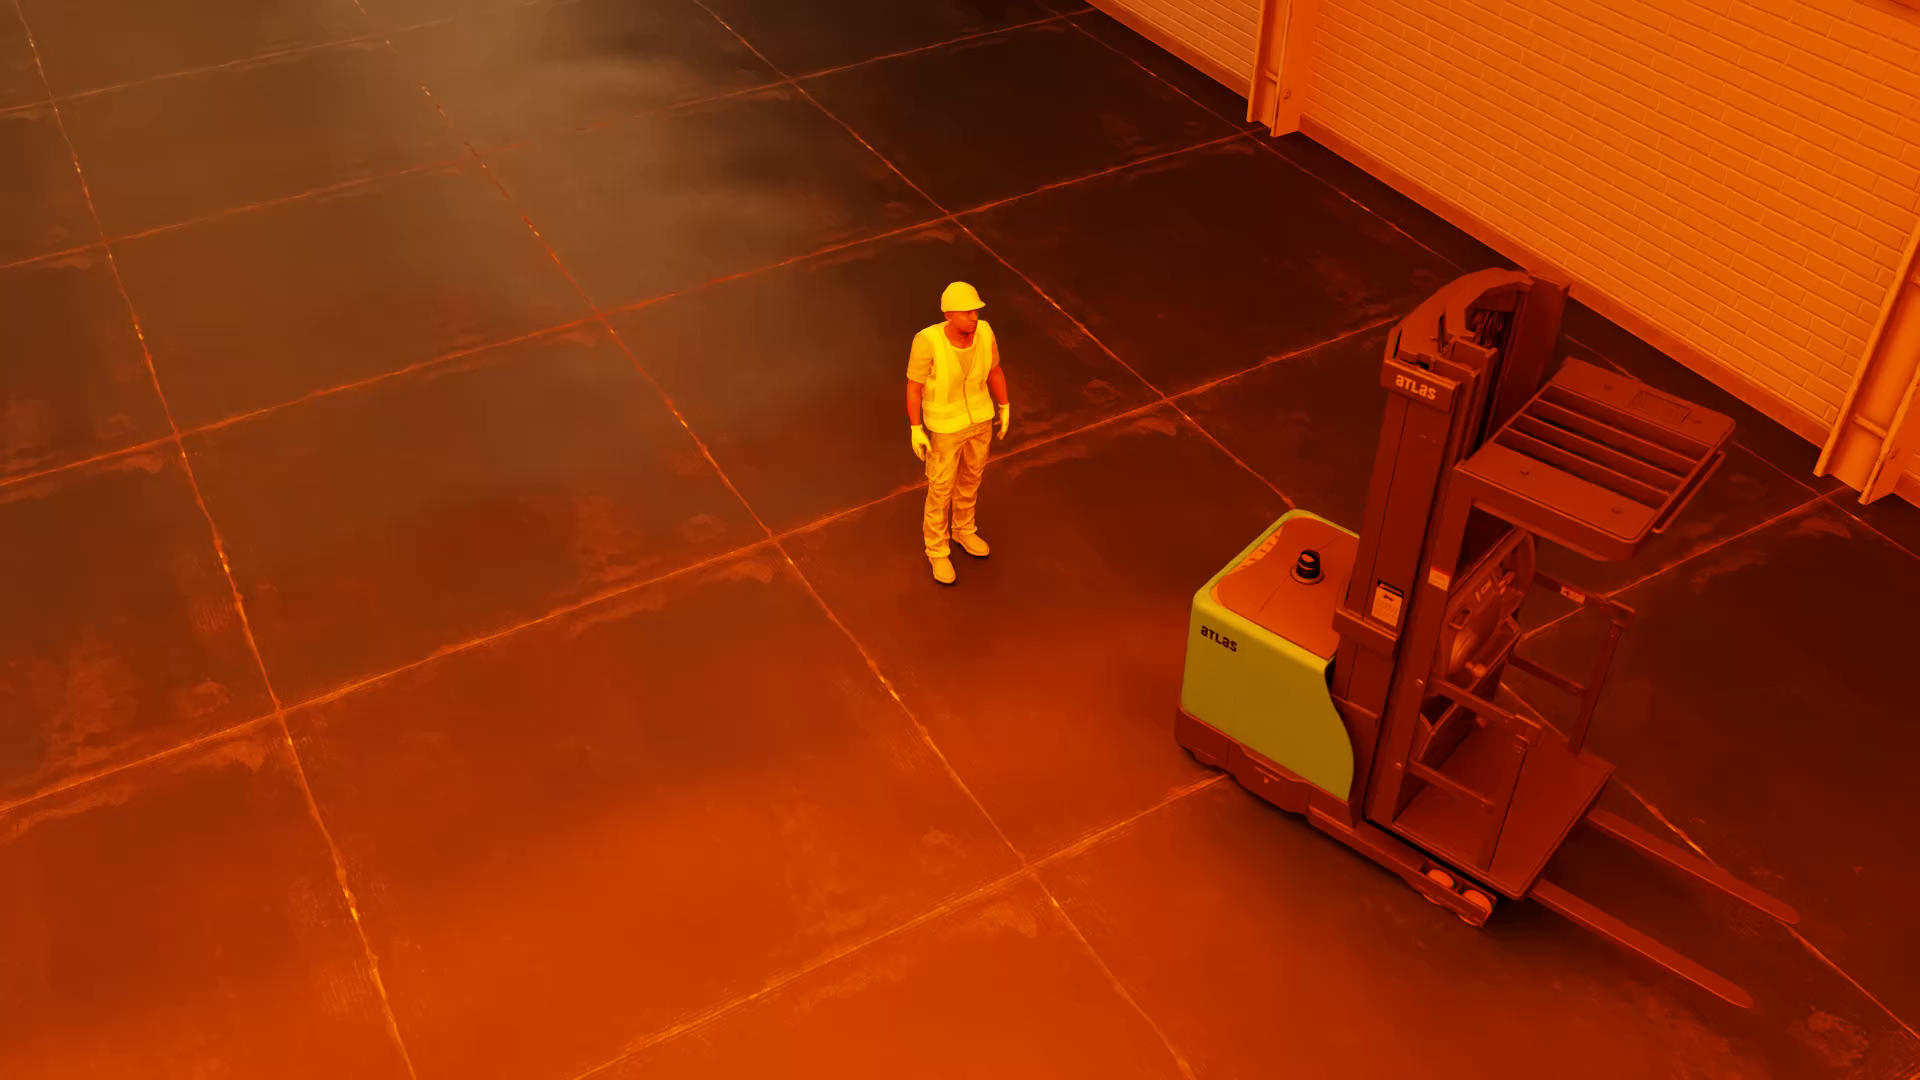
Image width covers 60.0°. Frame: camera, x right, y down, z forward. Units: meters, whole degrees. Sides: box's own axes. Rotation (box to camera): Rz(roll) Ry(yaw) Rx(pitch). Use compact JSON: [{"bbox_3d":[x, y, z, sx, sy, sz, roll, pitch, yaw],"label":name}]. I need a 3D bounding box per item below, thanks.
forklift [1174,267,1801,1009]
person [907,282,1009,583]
[{"bbox_3d":[2.601,0.356,7.607,3.031,2.935,1.130,29,47,30],"label":"forklift"},{"bbox_3d":[0.029,-0.647,9.708,0.657,1.779,0.575,-20,44,-23],"label":"person"}]
